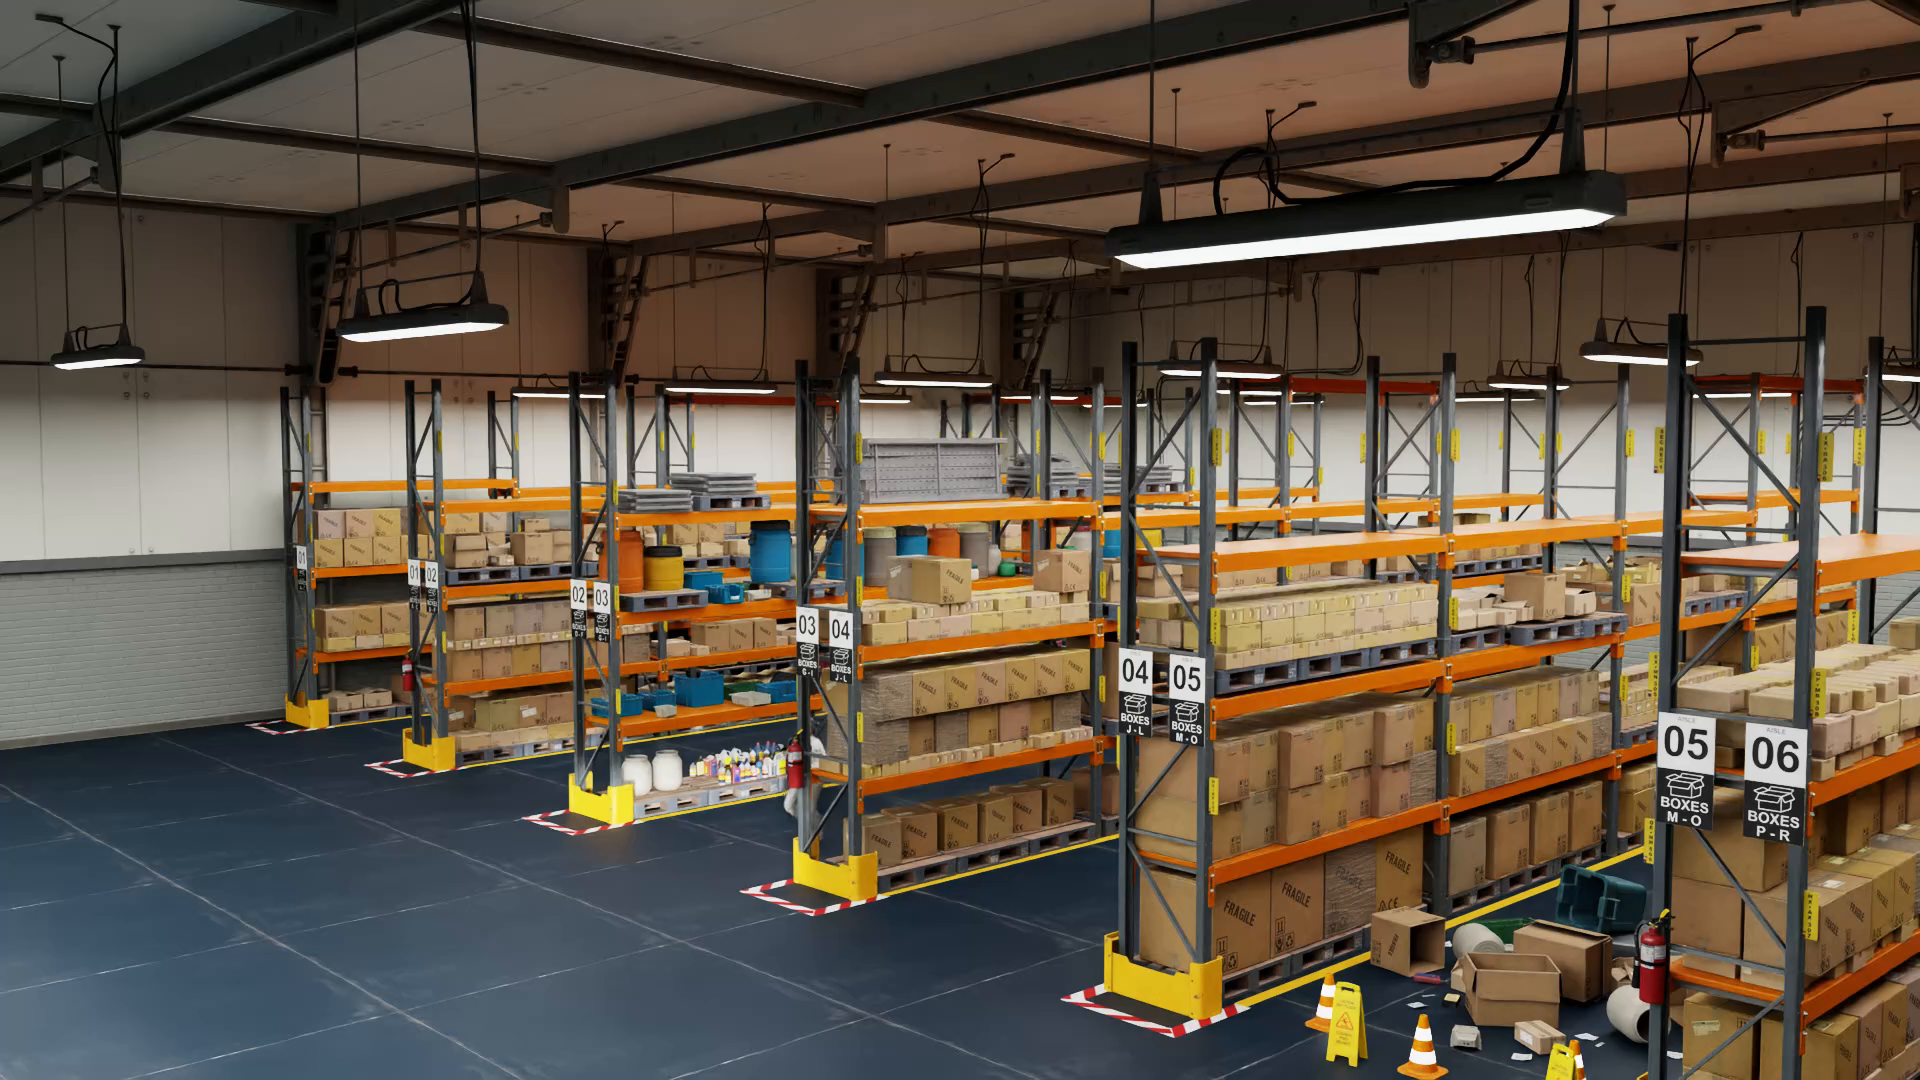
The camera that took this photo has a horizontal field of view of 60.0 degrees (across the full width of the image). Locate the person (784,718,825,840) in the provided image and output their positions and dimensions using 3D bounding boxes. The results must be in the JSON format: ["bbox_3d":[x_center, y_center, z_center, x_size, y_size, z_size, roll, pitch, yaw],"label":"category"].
[{"bbox_3d":[-1.918,3.000,20.822,0.614,1.651,0.602,3,5,43],"label":"person"}]
